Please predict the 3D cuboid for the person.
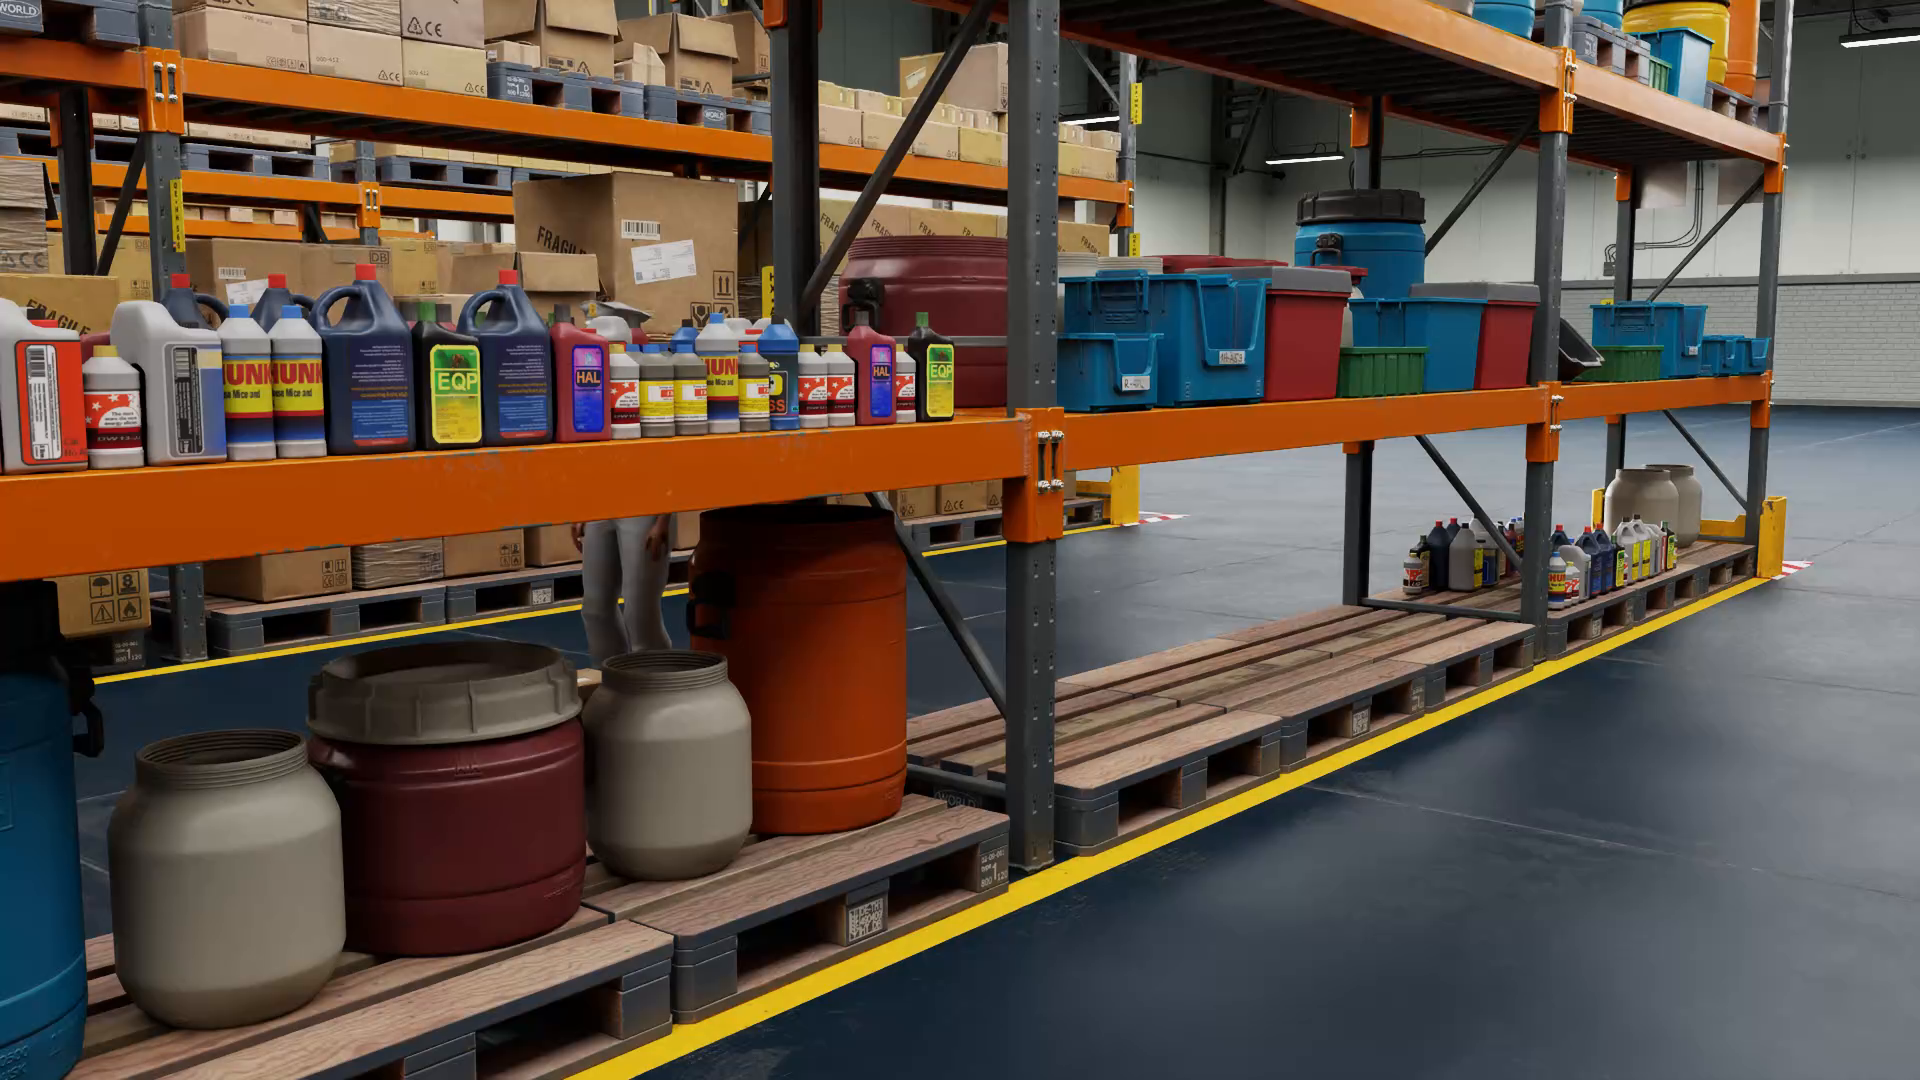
[{"bbox_3d":[-1.292,-0.080,6.402,0.528,1.663,0.392,5,8,36],"label":"person"}]
